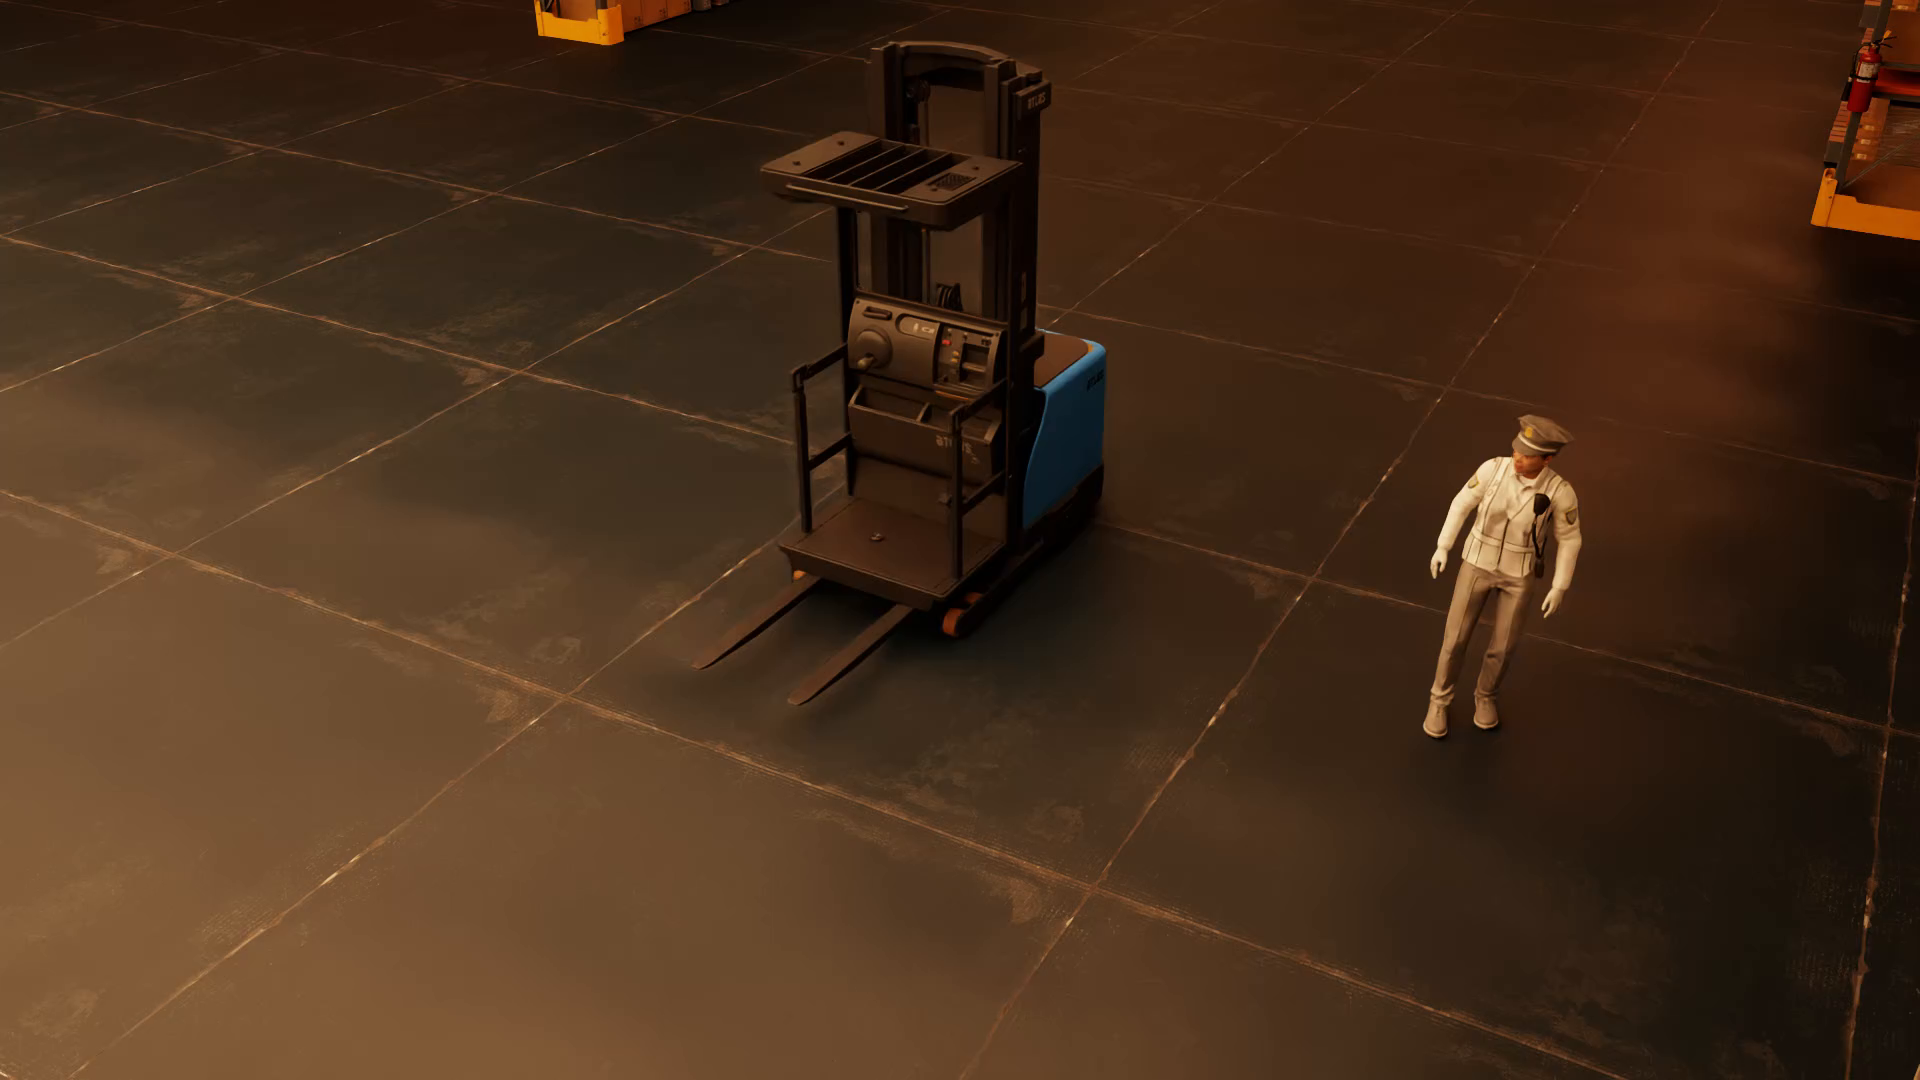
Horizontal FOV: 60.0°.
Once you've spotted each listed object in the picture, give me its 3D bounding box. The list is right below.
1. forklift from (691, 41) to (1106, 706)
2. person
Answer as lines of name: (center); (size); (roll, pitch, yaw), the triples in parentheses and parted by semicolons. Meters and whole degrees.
forklift: (-0.305, -0.999, 8.802); (1.130, 2.935, 3.031); (17, 34, 26)
person: (2.592, 0.191, 7.999); (0.657, 1.676, 0.476); (13, 32, 21)
